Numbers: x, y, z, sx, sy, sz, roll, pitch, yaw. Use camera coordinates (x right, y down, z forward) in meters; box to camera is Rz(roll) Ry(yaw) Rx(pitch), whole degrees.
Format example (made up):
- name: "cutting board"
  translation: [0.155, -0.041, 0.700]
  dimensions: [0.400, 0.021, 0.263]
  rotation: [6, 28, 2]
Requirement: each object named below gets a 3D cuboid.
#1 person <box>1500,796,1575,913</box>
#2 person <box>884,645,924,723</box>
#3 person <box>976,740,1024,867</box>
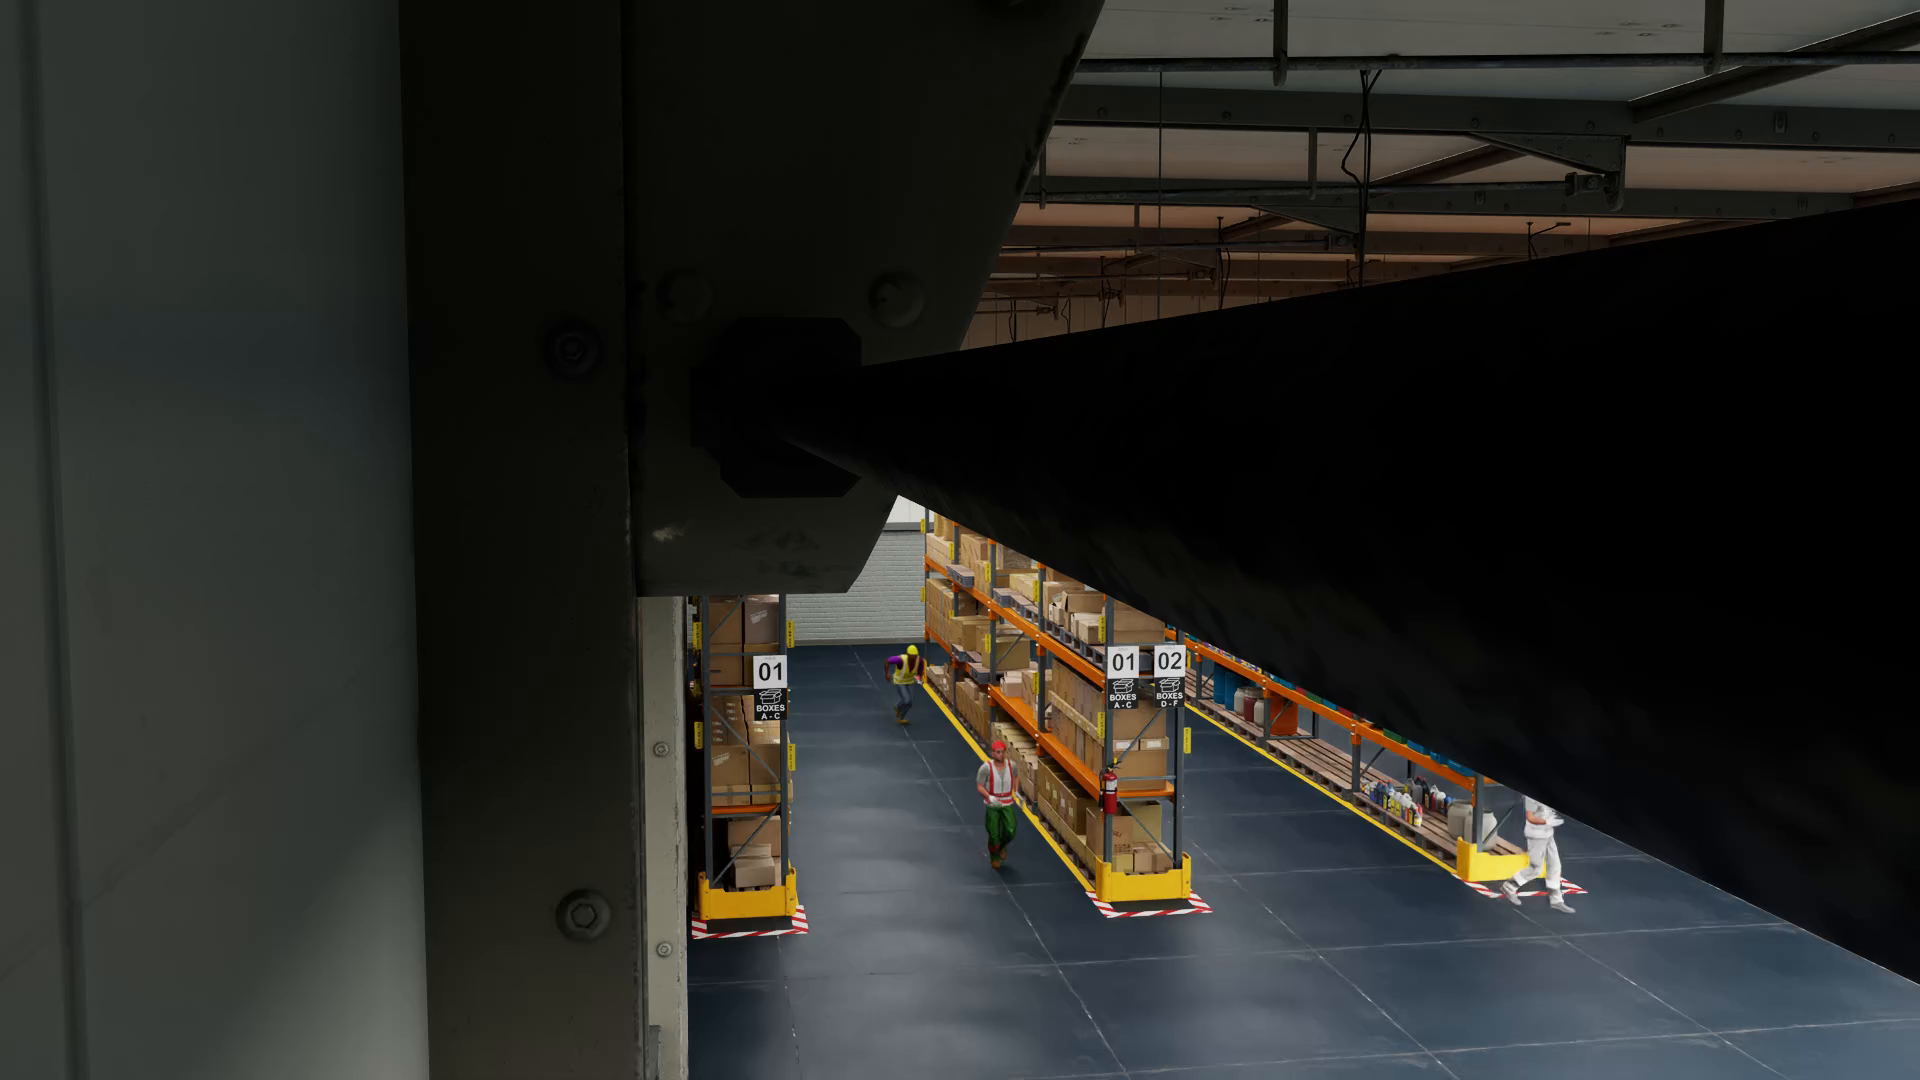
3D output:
- name: "person"
  translation: [7.059, 3.639, 20.287]
  dimensions: [0.865, 1.790, 0.656]
  rotation: [4, 6, 35]
- name: "person"
  translation: [-1.056, 2.758, 31.678]
  dimensions: [0.734, 1.573, 0.828]
  rotation: [-3, 6, -29]
- name: "person"
  translation: [0.548, 3.518, 22.052]
  dimensions: [0.661, 1.734, 0.642]
  rotation: [-1, 5, -15]
